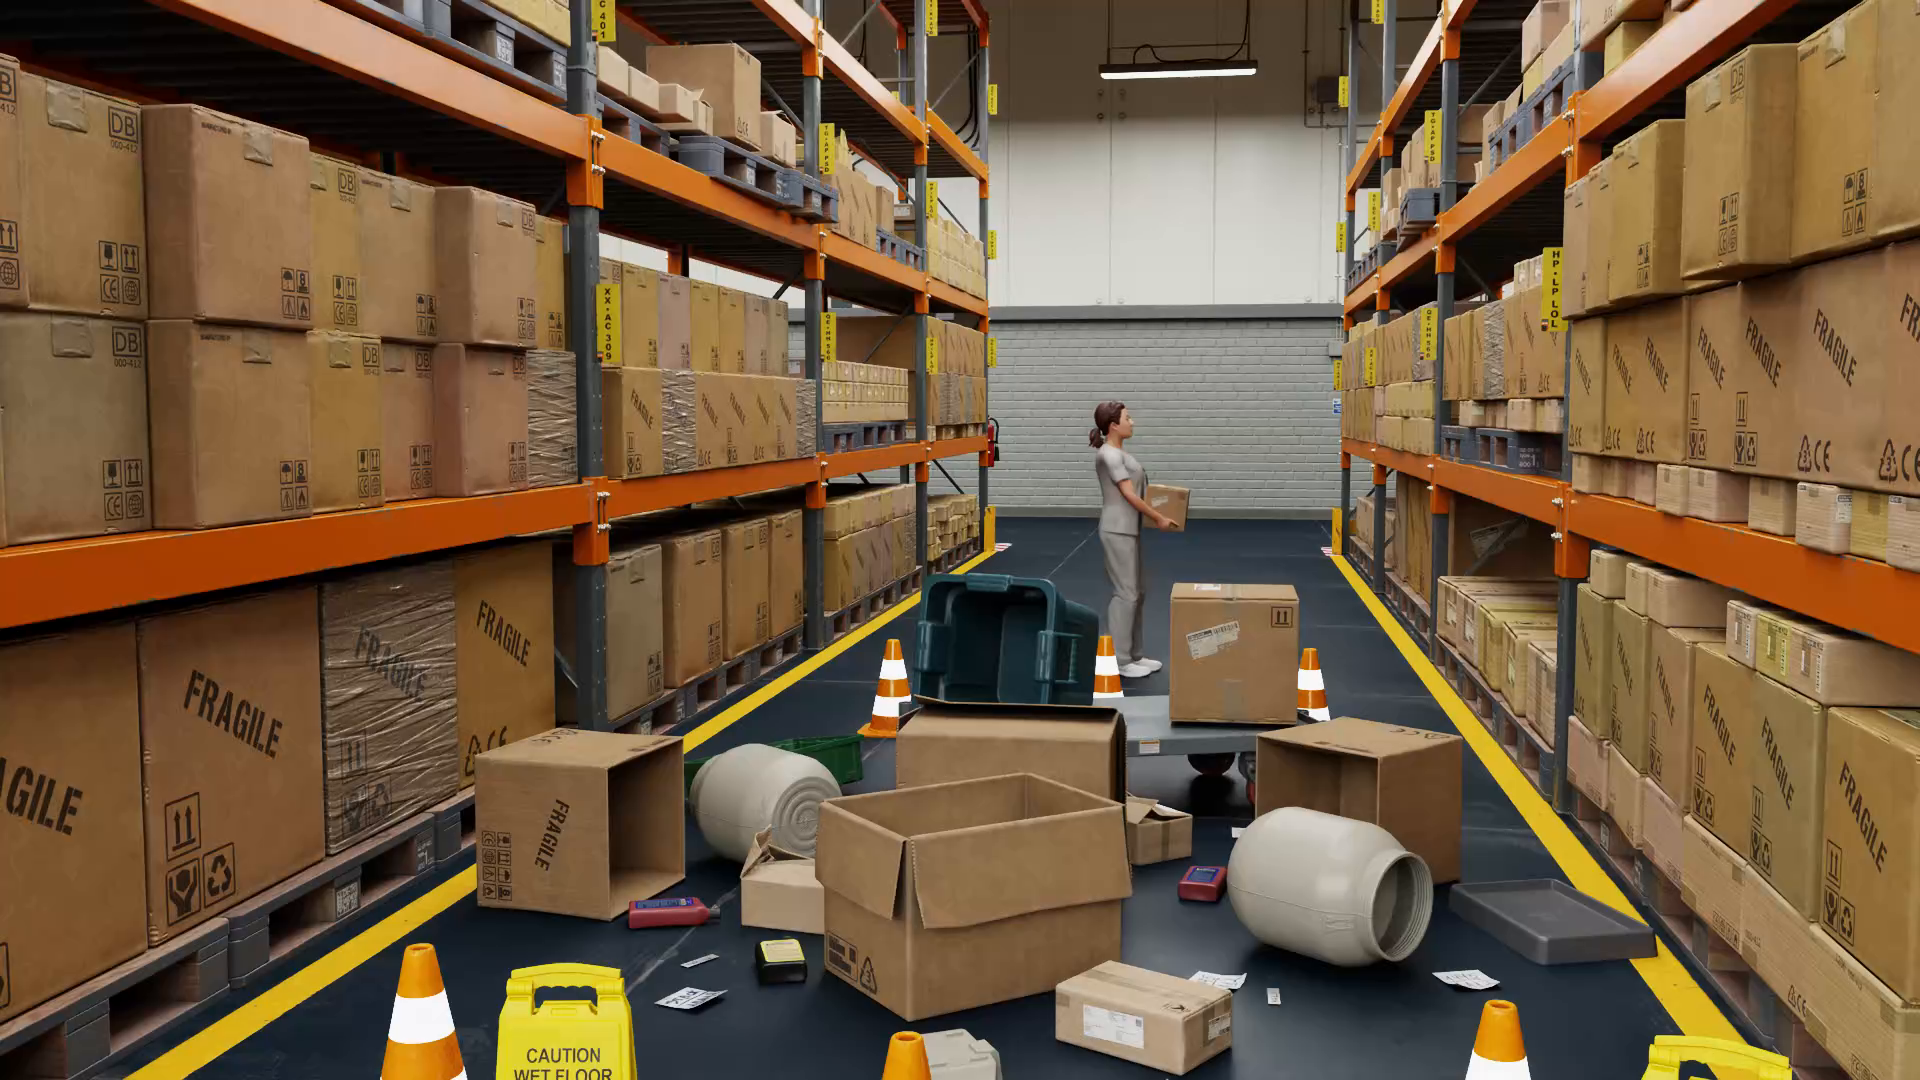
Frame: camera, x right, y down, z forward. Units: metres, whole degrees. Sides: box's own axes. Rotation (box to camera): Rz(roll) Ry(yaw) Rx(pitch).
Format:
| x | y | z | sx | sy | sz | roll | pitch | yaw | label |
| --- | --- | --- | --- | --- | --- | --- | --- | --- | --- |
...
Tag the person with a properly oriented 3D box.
| x | y | z | sx | sy | sz | roll | pitch | yaw | label |
| --- | --- | --- | --- | --- | --- | --- | --- | --- | --- |
| 1.051 | -0.014 | 10.113 | 0.561 | 1.662 | 0.436 | 1 | 5 | 10 | person |
